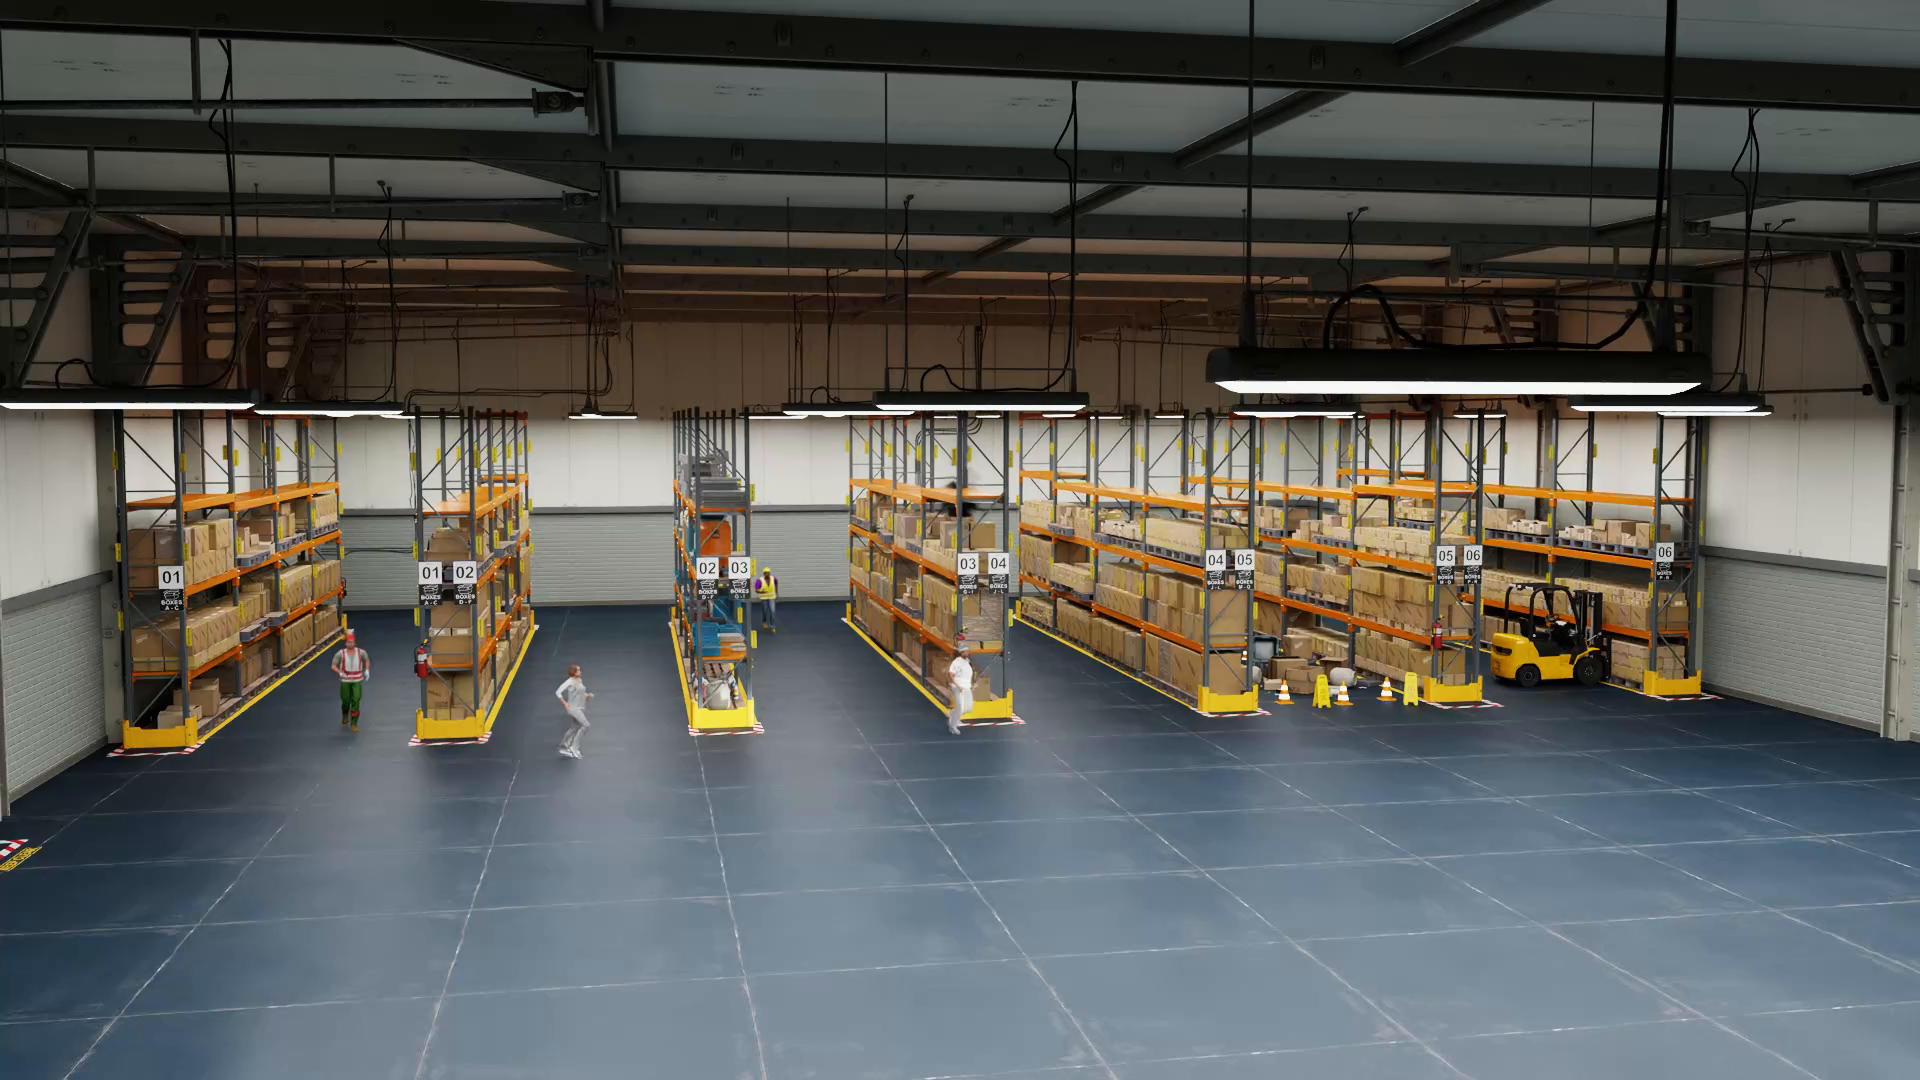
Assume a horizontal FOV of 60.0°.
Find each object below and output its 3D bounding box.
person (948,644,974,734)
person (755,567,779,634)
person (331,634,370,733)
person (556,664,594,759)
[{"bbox_3d":[0.025,2.740,30.750,0.522,1.652,0.623,3,5,40],"label":"person"},{"bbox_3d":[-5.254,1.619,45.239,0.664,1.771,0.977,-1,4,-15],"label":"person"},{"bbox_3d":[-11.310,2.637,30.907,0.686,1.792,0.839,-2,4,-25],"label":"person"},{"bbox_3d":[-6.528,2.911,28.269,0.672,1.604,0.504,1,4,9],"label":"person"}]
